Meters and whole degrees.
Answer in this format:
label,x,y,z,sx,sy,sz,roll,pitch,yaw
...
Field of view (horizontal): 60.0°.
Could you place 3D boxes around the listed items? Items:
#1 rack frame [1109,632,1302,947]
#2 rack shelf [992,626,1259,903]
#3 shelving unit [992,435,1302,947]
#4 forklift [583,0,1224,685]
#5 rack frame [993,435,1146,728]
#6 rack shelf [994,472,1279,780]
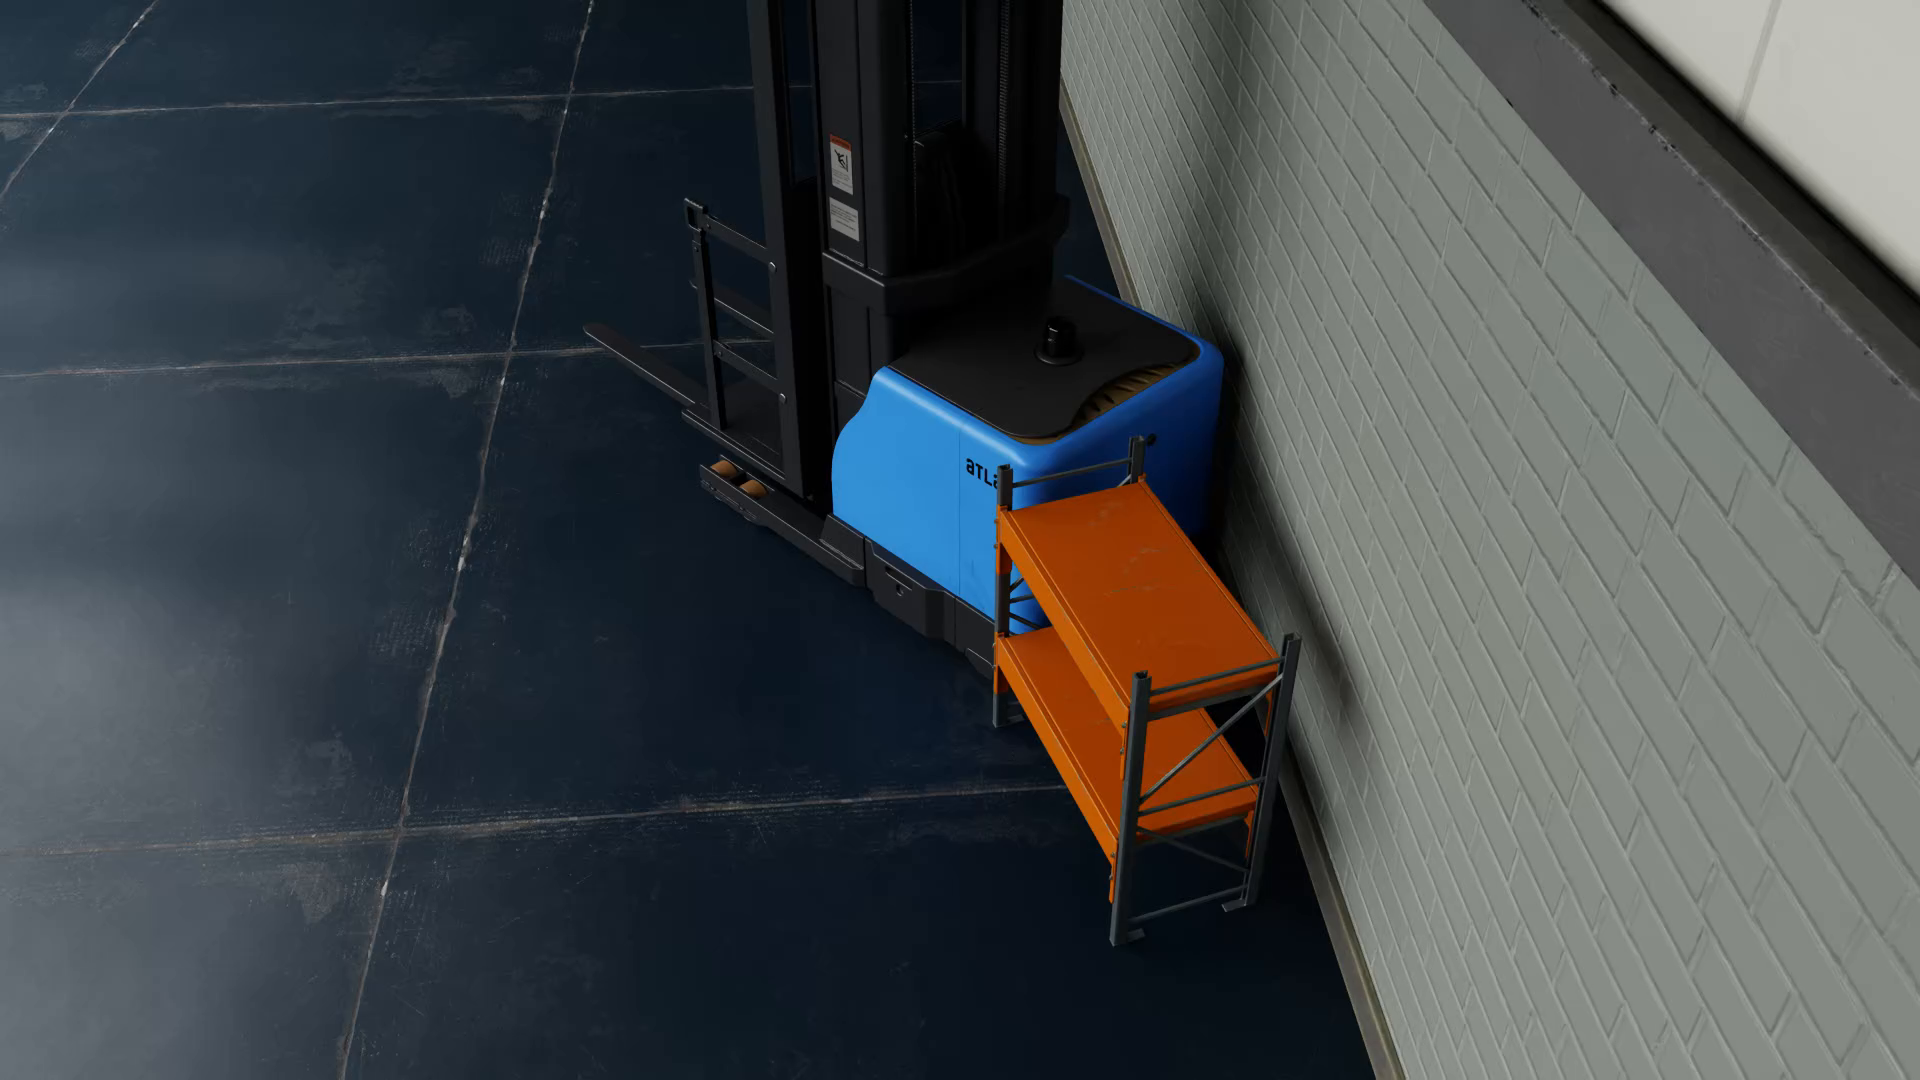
label,x,y,z,sx,sy,sz,roll,pitch,yaw
rack frame,0.705,0.757,4.883,0.500,1.125,0.032,-13,40,-16
rack shelf,0.531,0.653,5.409,0.538,0.278,1.000,-13,40,-16
shelving unit,0.531,0.461,5.257,0.538,1.125,1.048,-13,40,-16
forklift,-0.436,-1.427,6.192,1.130,2.935,3.031,-31,48,-33
rack frame,0.357,0.165,5.632,0.500,1.125,0.032,-13,40,-16
rack shelf,0.531,0.231,5.076,0.538,0.278,1.000,-13,40,-16
